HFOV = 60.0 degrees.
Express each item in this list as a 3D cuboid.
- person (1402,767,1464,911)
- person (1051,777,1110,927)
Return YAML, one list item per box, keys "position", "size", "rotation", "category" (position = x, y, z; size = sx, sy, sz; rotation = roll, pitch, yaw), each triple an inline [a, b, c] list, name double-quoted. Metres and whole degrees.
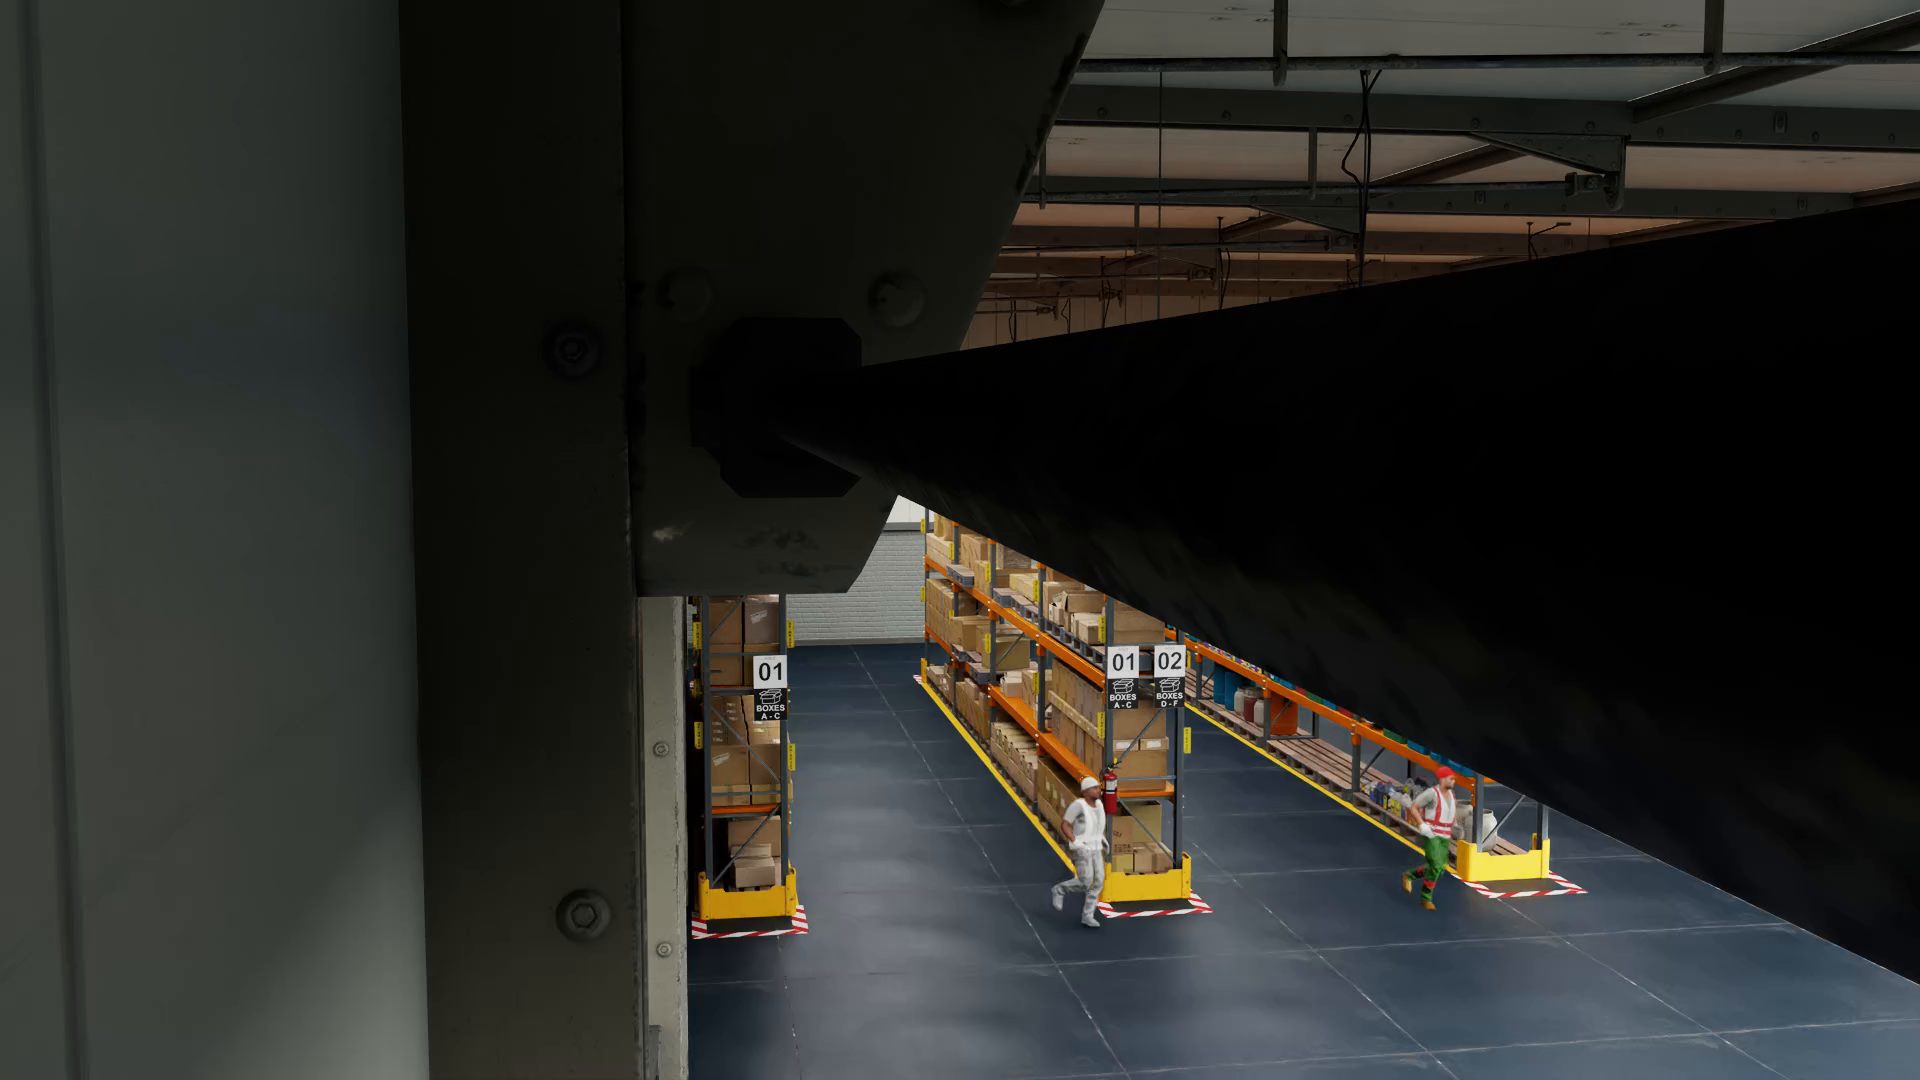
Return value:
- position: [5.907, 3.670, 20.766]
  size: [0.720, 1.722, 0.692]
  rotation: [-3, 6, -32]
  category: "person"
- position: [1.538, 3.713, 20.015]
  size: [0.742, 1.718, 0.736]
  rotation: [5, 7, 43]
  category: "person"
